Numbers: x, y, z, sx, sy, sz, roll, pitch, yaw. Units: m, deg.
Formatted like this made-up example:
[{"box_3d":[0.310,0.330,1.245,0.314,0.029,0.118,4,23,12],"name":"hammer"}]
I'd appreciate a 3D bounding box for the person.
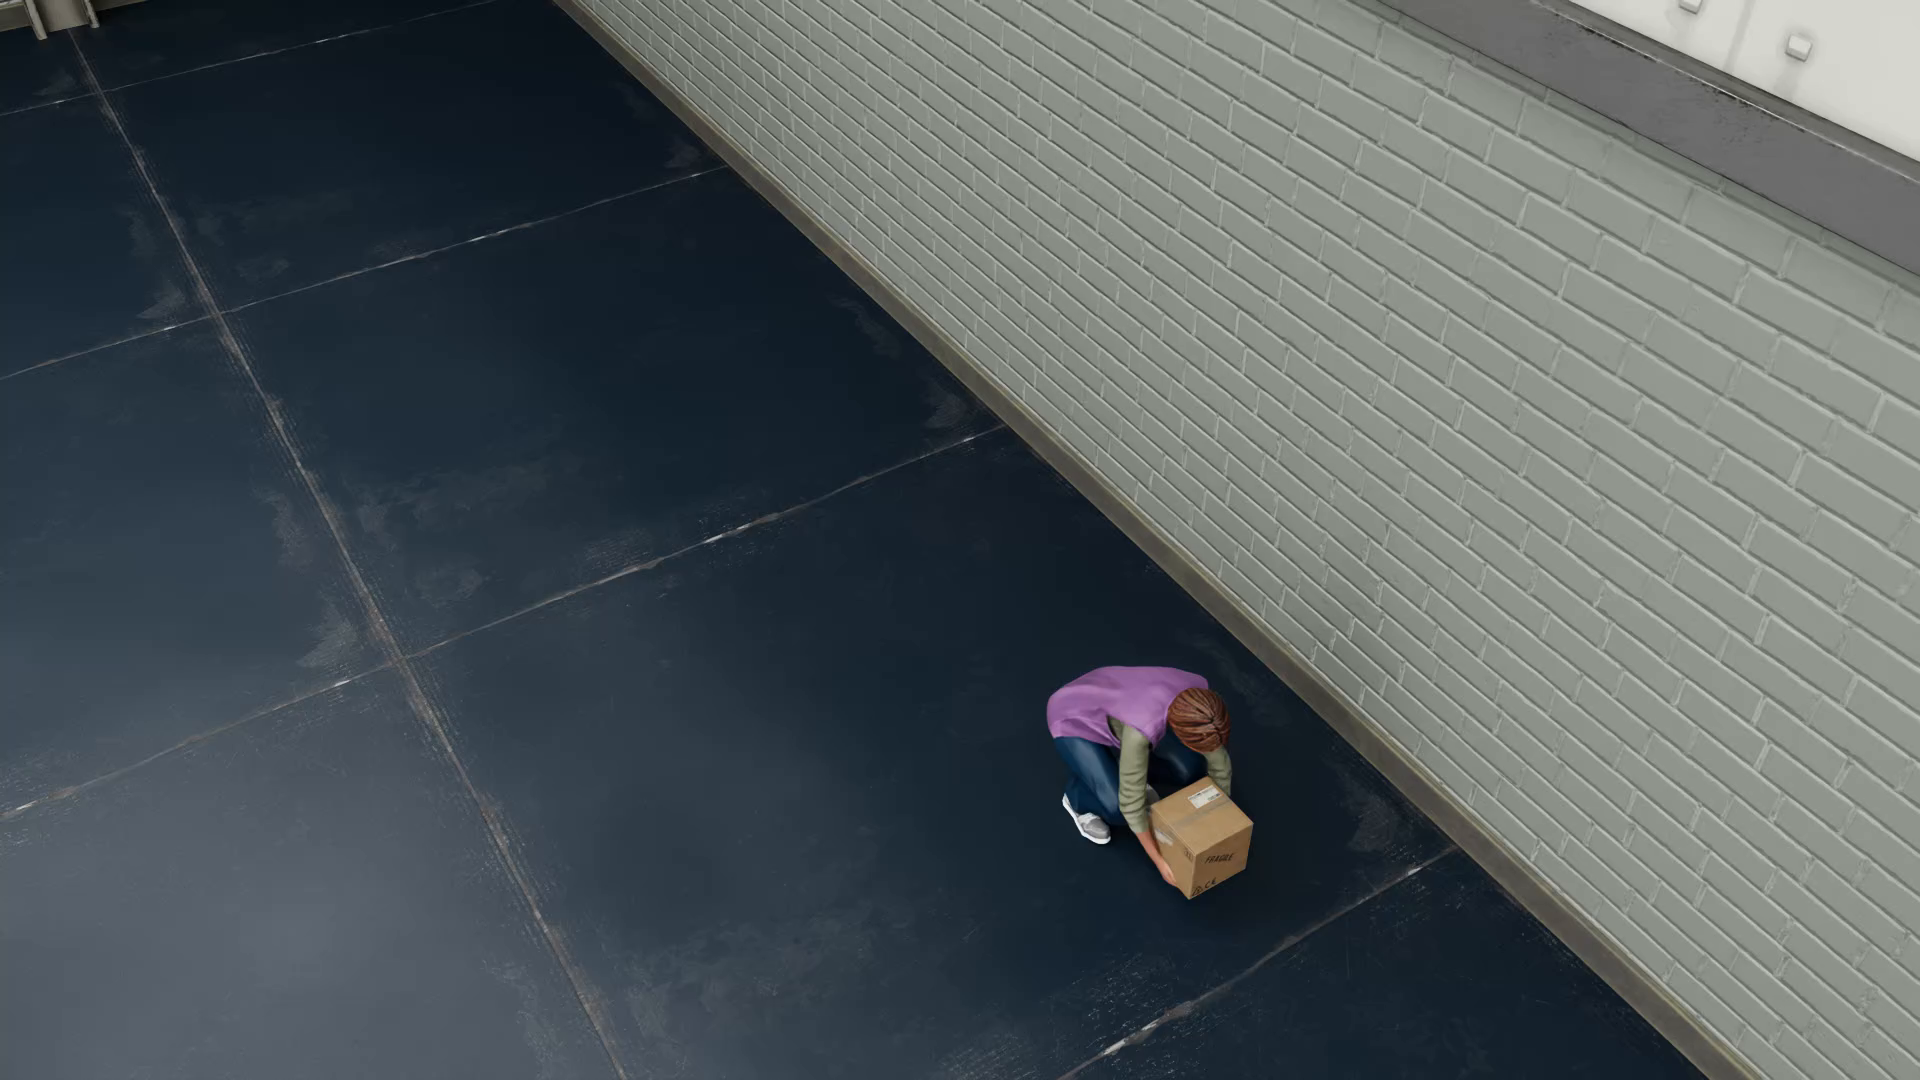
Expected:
[{"box_3d":[0.647,0.739,5.867,0.454,0.888,0.813,-23,46,-24],"name":"person"}]
